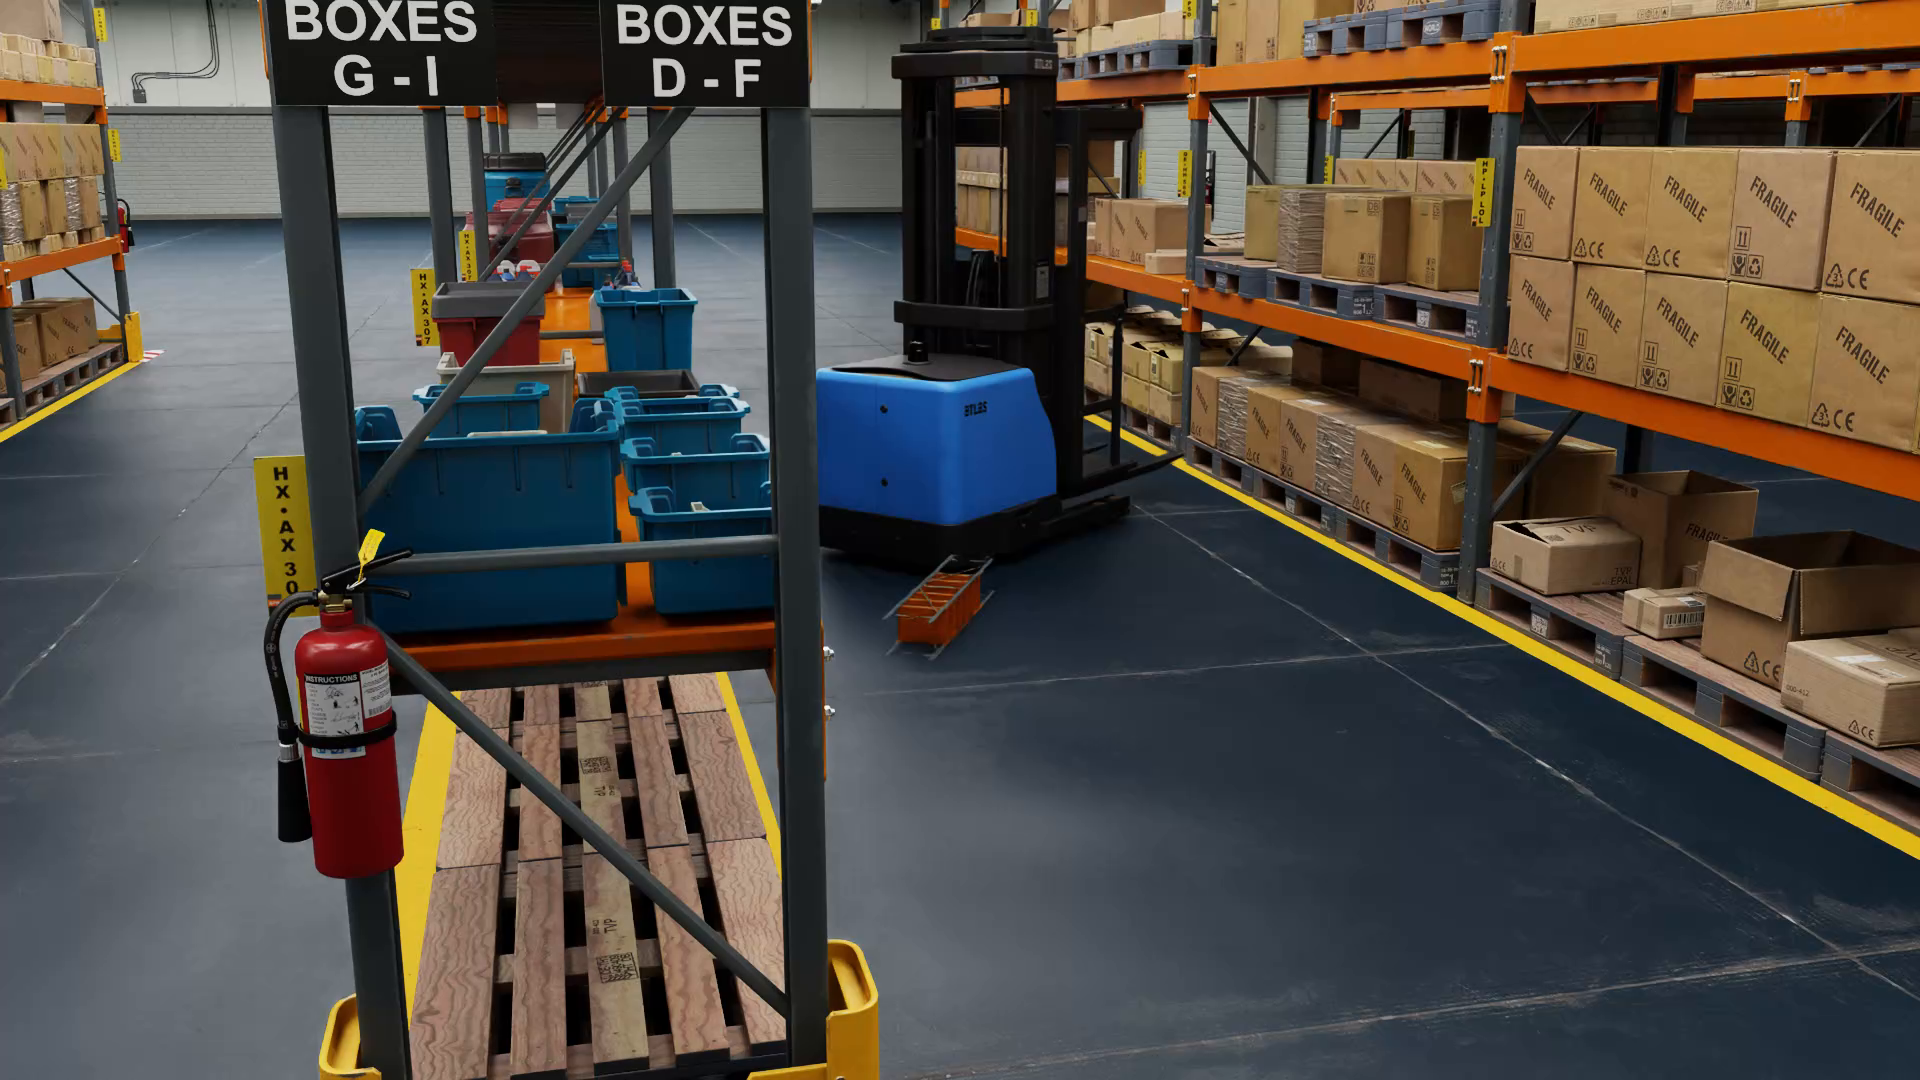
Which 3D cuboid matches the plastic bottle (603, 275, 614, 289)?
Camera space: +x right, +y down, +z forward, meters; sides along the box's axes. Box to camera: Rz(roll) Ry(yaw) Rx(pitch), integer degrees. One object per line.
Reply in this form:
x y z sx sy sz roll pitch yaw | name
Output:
-1.993 -1.365 9.440 0.061 0.283 0.133 -3 14 -13 | plastic bottle

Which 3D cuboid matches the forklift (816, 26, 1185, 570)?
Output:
0.406 -1.556 10.119 1.130 2.935 3.031 9 17 34 | forklift

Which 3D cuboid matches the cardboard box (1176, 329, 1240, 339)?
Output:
2.055 -1.597 13.872 0.500 0.311 0.500 -4 14 -15 | cardboard box

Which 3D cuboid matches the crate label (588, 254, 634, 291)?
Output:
-2.409 -1.842 11.501 0.303 0.233 0.416 -3 14 -13 | crate label

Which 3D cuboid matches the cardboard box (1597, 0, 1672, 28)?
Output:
3.068 -2.301 7.021 0.500 0.250 0.500 -3 14 -13 | cardboard box

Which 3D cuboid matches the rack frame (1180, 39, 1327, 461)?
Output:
2.142 -2.081 12.124 1.000 3.000 0.127 -3 14 -13 | rack frame

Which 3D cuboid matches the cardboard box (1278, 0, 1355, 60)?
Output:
2.519 -3.250 10.380 0.910 0.500 0.500 -3 14 -13 | cardboard box

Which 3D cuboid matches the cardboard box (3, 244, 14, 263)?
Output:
-8.186 -2.397 13.946 0.380 0.149 0.250 -3 14 -13 | cardboard box

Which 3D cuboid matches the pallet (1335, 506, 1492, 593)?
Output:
2.853 0.011 9.438 1.003 0.211 1.213 -3 14 -13 | pallet

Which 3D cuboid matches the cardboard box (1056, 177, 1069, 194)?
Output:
0.930 -3.418 16.021 0.380 0.149 0.250 -3 14 -13 | cardboard box

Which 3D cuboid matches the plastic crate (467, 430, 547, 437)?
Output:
-1.393 -0.237 5.006 0.298 0.136 0.250 -3 14 -13 | plastic crate

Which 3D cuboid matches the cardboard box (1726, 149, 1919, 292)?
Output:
3.282 -1.211 6.248 0.500 0.500 0.500 -3 14 -11 | cardboard box

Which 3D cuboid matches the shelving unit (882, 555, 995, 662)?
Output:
-0.087 0.319 8.208 0.258 0.189 1.200 4 15 15 | shelving unit

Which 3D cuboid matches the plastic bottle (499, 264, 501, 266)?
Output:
-2.886 -1.597 10.415 0.097 0.271 0.097 0 14 0 | plastic bottle

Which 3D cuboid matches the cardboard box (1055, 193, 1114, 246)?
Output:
1.092 -3.154 16.307 0.700 0.500 0.500 -4 14 -15 | cardboard box

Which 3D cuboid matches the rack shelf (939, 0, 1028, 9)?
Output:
0.732 -5.836 17.211 1.077 0.370 4.000 -3 14 -13 | rack shelf

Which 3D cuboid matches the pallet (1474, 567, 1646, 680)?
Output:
3.241 0.355 8.030 1.003 0.211 1.213 -3 14 -13 | pallet

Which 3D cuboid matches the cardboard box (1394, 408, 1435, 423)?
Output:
2.958 -0.521 10.079 0.500 0.500 0.500 -3 14 -13 | cardboard box

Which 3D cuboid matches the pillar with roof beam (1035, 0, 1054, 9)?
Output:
-2.330 -10.917 35.651 9.100 9.000 0.400 -3 14 -13 | pillar with roof beam

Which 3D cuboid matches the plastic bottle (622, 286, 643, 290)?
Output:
-1.745 -1.218 8.853 0.152 0.276 0.135 -3 14 -13 | plastic bottle

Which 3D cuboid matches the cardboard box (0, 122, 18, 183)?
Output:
-8.286 -3.249 13.962 0.500 0.500 0.500 -3 14 -13 | cardboard box

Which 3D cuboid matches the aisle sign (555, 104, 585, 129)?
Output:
-4.281 -4.947 18.379 0.394 0.787 0.004 -3 14 -13 | aisle sign

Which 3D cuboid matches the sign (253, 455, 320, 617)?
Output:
-1.326 -0.005 3.284 0.100 0.325 0.005 -3 14 -13 | sign

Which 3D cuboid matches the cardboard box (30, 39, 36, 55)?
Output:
-8.641 -4.479 15.095 0.380 0.149 0.250 -3 14 -12 | cardboard box

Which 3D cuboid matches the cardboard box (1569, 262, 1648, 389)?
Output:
3.059 -0.956 7.309 0.500 0.500 0.500 -3 14 -12 | cardboard box

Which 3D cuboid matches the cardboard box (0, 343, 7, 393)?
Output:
-8.483 -1.537 14.279 0.500 0.500 0.500 -4 14 -15 | cardboard box

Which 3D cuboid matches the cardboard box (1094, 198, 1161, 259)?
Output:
1.490 -2.753 14.663 0.500 0.500 0.500 -2 14 -9 | cardboard box

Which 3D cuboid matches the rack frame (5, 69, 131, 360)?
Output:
-9.367 -3.375 17.422 1.000 3.000 0.127 -3 14 -13 | rack frame

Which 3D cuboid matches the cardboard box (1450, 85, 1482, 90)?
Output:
5.551 -5.016 17.566 0.500 0.500 0.500 -5 14 -18 | cardboard box

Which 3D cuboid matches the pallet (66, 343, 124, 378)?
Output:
-9.193 -1.814 16.906 1.003 0.211 1.213 -3 14 -13 | pallet

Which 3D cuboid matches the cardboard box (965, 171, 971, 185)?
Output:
0.268 -4.069 18.685 0.380 0.149 0.250 -3 14 -13 | cardboard box

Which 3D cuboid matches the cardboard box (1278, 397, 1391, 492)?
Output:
2.340 -0.603 10.414 0.500 0.500 0.500 -4 14 -15 | cardboard box

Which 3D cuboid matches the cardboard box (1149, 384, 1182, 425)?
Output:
1.781 -1.057 12.842 0.500 0.250 0.500 -3 14 -12 | cardboard box

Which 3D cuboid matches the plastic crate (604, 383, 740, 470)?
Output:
-0.913 -0.356 5.292 0.416 0.233 0.300 -3 14 -13 | plastic crate

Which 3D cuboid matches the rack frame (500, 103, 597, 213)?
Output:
-4.553 -3.651 18.552 1.000 3.000 0.127 -3 14 -13 | rack frame

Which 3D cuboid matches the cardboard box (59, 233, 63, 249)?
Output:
-8.654 -2.797 15.585 0.380 0.149 0.250 -3 14 -13 | cardboard box

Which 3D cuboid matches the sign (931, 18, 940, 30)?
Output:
-0.278 -5.817 19.088 0.100 0.325 0.005 -3 14 -13 | sign

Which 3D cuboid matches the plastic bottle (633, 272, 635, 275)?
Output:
-1.896 -1.416 9.648 0.061 0.283 0.133 -3 14 -13 | plastic bottle

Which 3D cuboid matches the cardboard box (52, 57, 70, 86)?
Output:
-8.775 -4.429 15.730 0.500 0.250 0.500 -3 14 -12 | cardboard box

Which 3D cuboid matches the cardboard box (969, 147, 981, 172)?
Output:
0.501 -4.364 18.524 0.700 0.500 0.500 -4 14 -15 | cardboard box

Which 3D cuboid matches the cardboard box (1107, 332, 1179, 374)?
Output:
1.535 -1.565 13.739 0.500 0.311 0.500 -3 14 -14 | cardboard box

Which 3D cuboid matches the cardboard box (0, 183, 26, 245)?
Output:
-8.473 -2.753 14.037 0.875 0.500 0.500 -3 14 -13 | cardboard box

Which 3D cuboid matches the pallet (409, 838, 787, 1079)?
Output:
-0.951 1.202 4.562 1.003 0.211 1.213 -3 14 -13 | pallet

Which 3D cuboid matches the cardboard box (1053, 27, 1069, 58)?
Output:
1.213 -4.945 16.535 0.500 0.311 0.500 -4 14 -16 | cardboard box

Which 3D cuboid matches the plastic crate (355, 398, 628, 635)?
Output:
-1.055 -0.073 3.706 0.616 0.435 0.499 -3 14 -13 | plastic crate

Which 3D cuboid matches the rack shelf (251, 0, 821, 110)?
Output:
-1.265 -1.529 5.062 1.077 0.370 4.000 -3 14 -13 | rack shelf

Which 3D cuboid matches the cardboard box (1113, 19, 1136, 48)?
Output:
1.592 -4.148 13.694 0.500 0.250 0.500 -5 14 -18 | cardboard box

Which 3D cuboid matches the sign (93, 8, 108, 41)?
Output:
-8.823 -5.289 17.069 0.100 0.325 0.005 -3 14 -13 | sign

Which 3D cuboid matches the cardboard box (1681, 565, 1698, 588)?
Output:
3.637 0.212 7.820 0.380 0.149 0.250 -3 14 -13 | cardboard box

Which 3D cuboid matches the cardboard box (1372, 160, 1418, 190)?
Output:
5.119 -4.144 19.261 0.500 0.500 0.500 -4 14 -15 | cardboard box

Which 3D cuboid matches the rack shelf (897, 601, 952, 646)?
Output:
-0.170 0.394 7.913 0.258 0.180 0.103 4 15 15 | rack shelf
